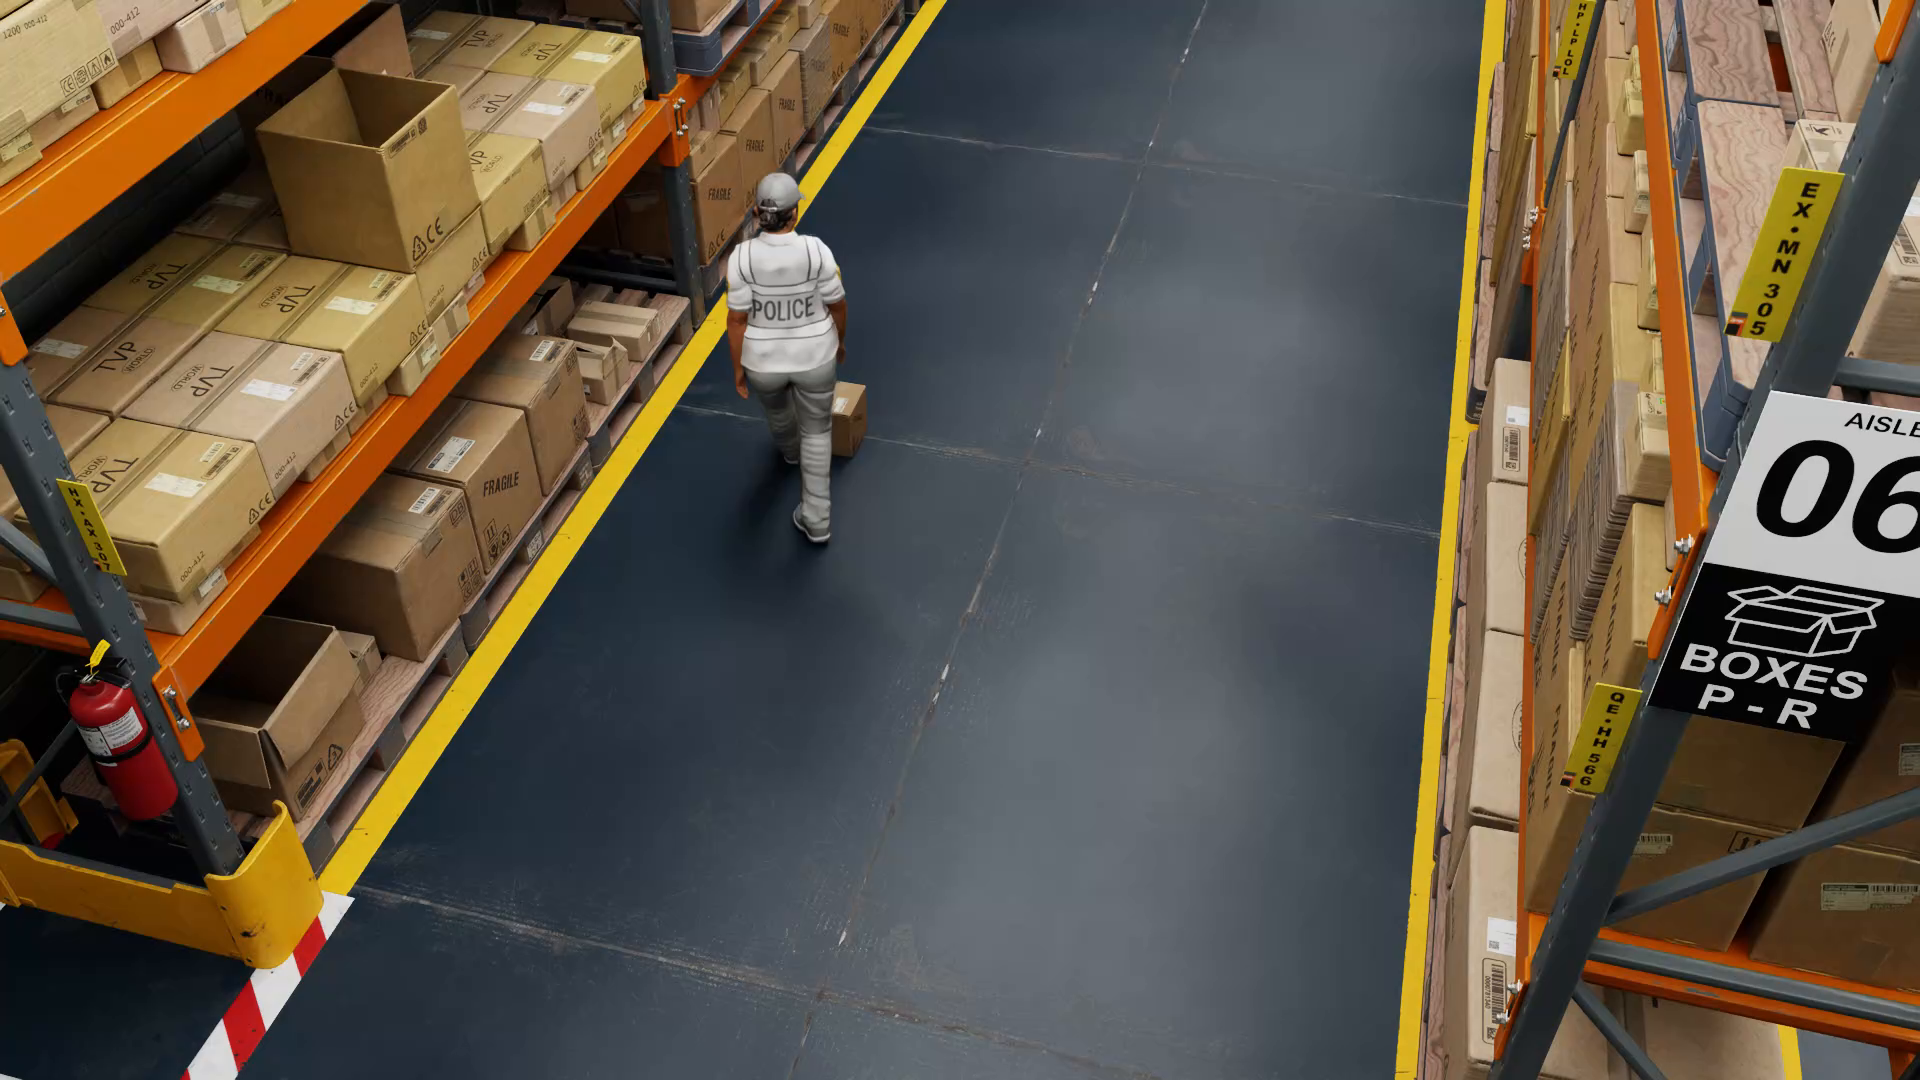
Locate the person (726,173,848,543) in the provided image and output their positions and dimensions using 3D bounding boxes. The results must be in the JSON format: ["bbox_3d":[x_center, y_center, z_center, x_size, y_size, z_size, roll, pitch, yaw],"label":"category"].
[{"bbox_3d":[-0.726,-0.848,7.149,0.502,1.611,0.913,-2,41,-2],"label":"person"}]
